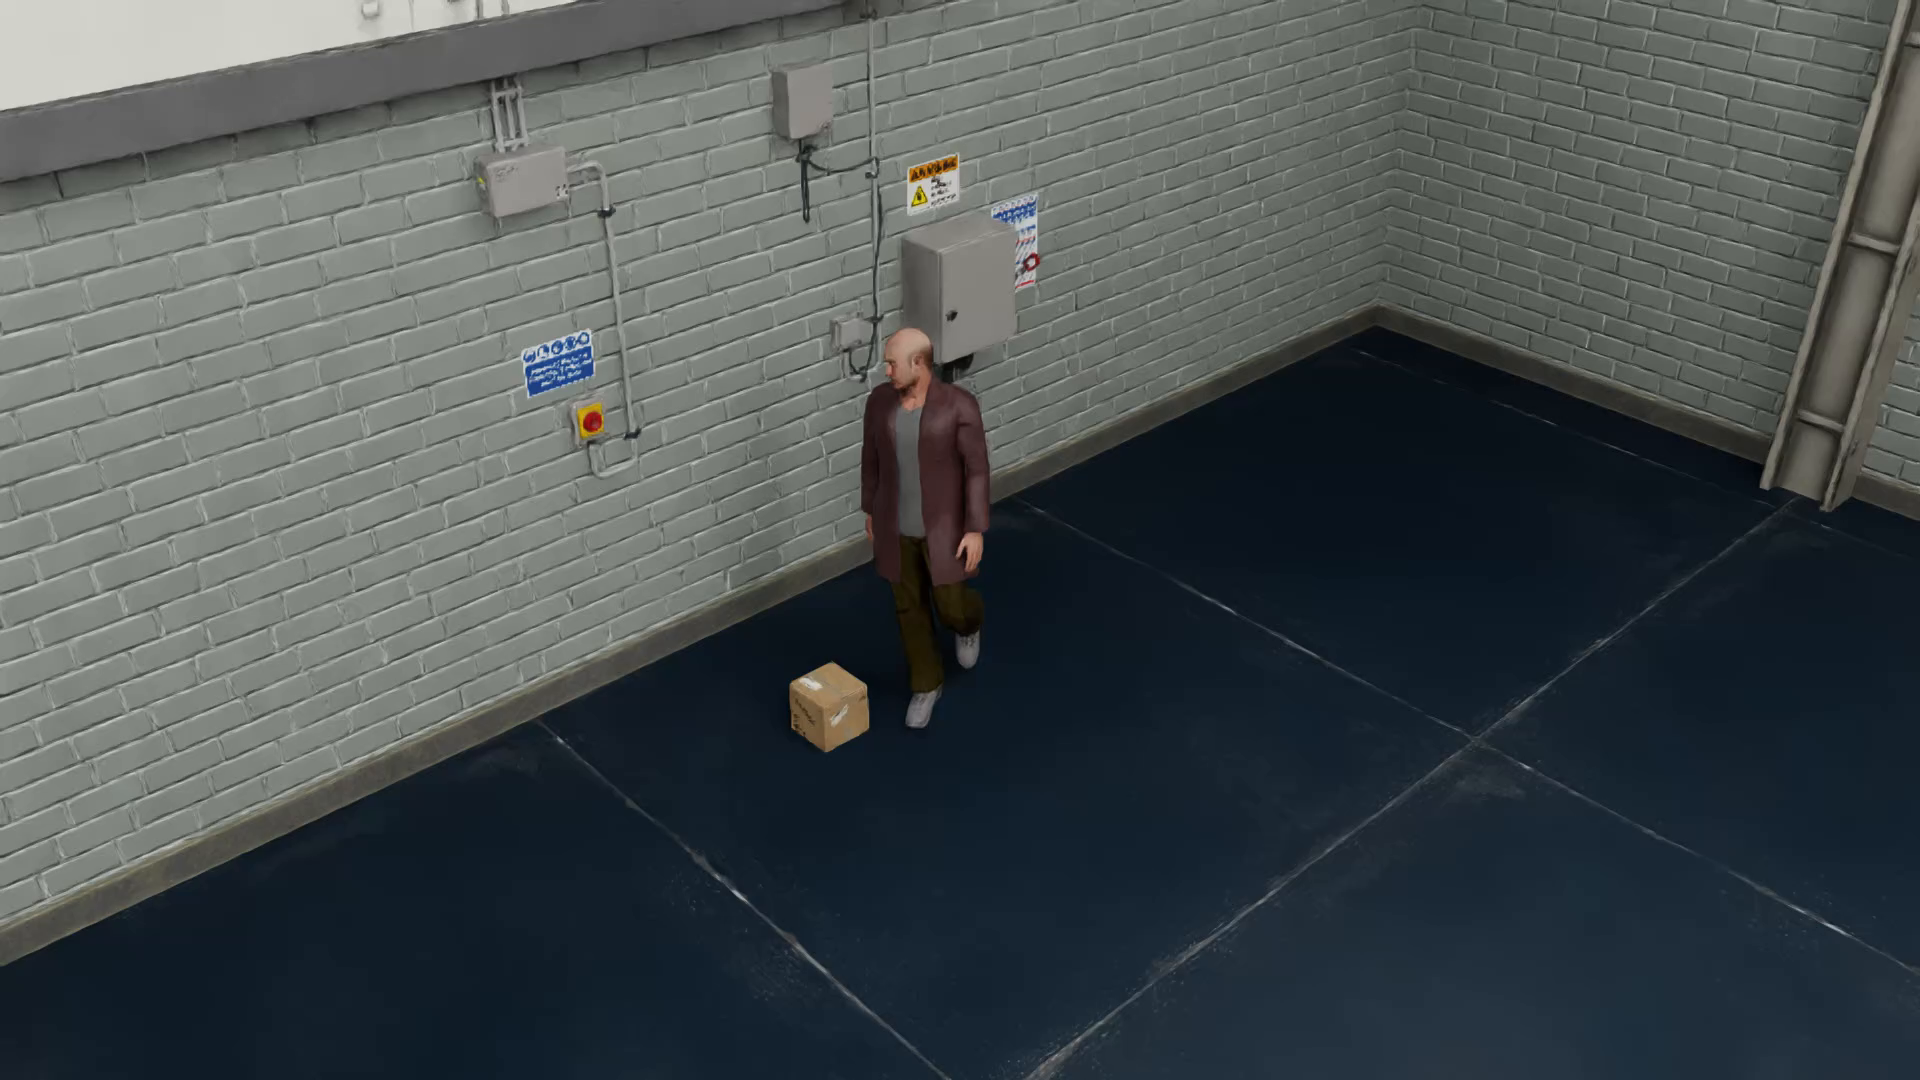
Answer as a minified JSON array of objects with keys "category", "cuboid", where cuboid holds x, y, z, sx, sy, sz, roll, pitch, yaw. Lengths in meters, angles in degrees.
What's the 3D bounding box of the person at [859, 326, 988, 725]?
[{"category":"person","cuboid":[-0.172,-0.070,7.281,0.646,1.758,0.707,11,33,17]}]
